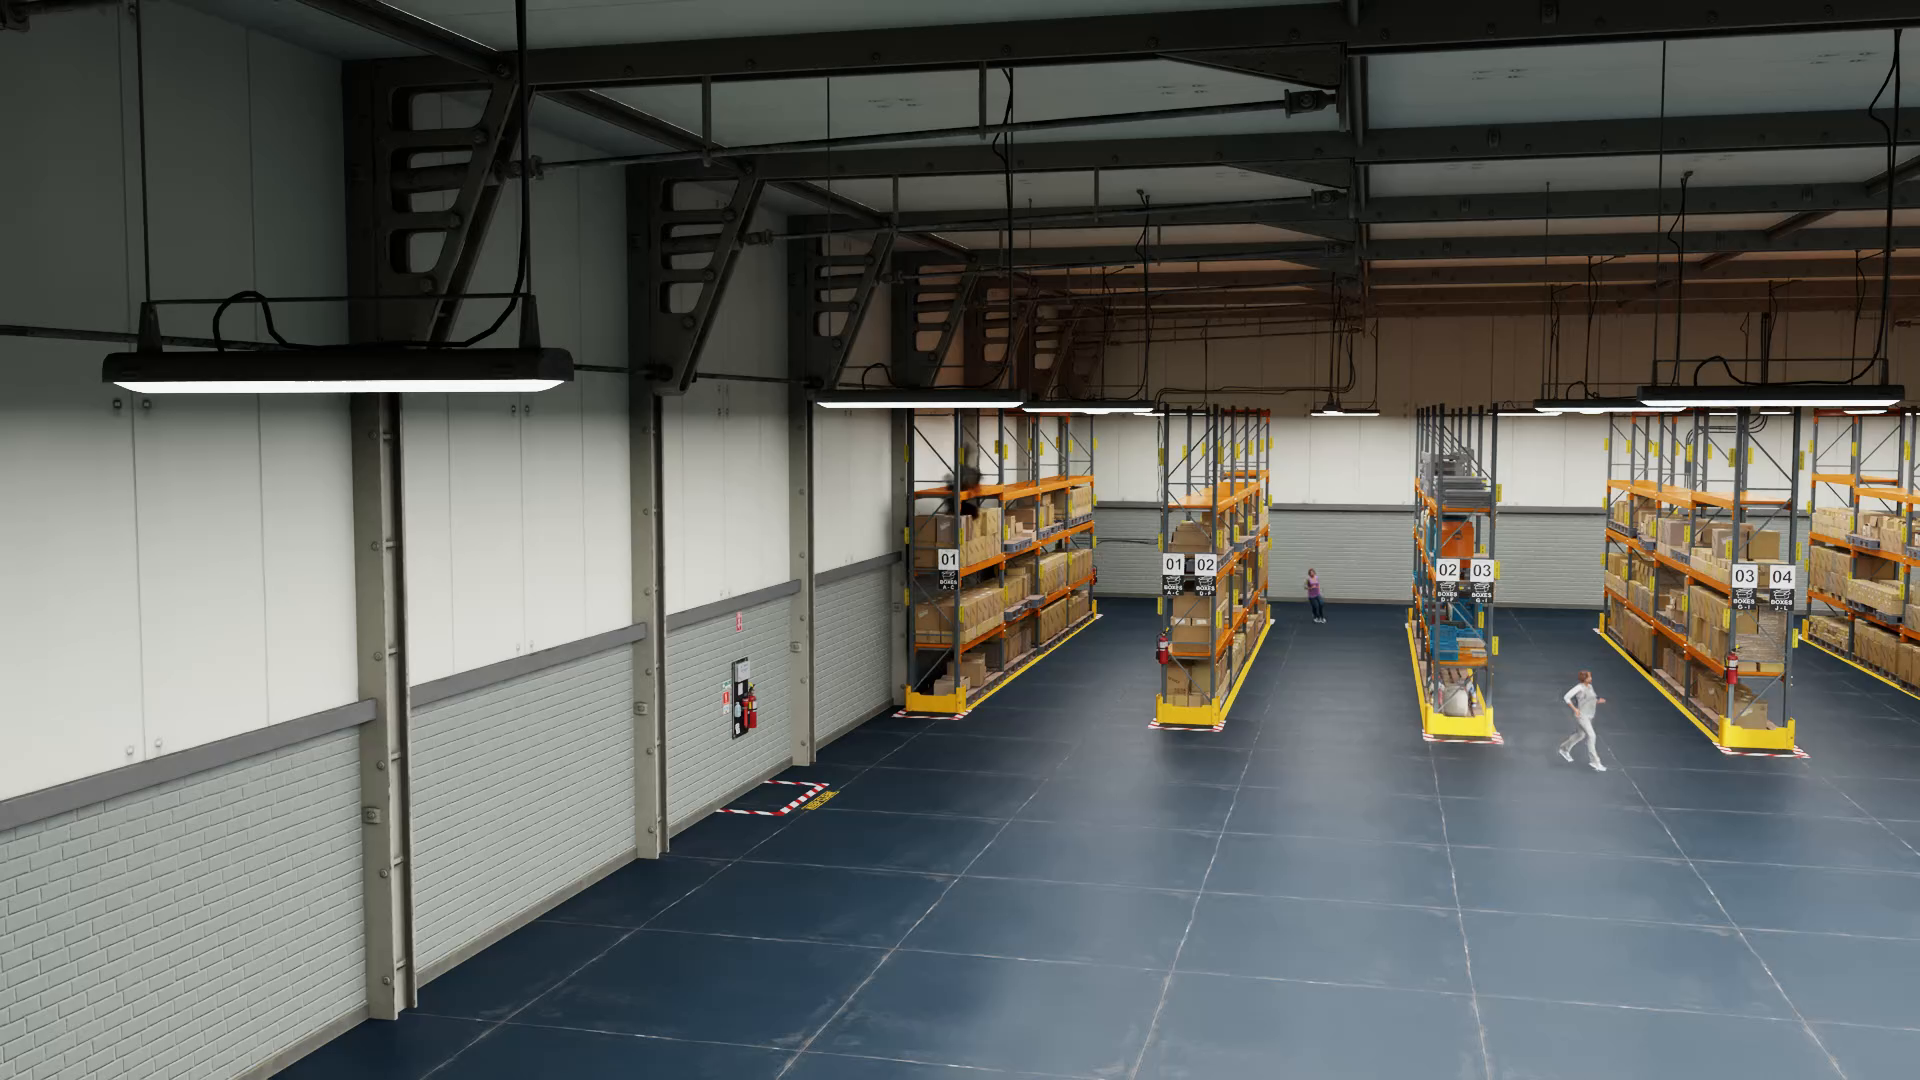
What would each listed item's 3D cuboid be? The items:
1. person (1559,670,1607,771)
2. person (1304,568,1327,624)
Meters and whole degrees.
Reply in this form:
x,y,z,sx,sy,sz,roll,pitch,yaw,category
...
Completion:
x,y,z,sx,sy,sz,roll,pitch,yaw,category
10.209,3.032,27.245,0.852,1.382,0.527,4,6,43,person
9.915,1.567,46.500,0.647,1.569,0.636,-1,4,-8,person
